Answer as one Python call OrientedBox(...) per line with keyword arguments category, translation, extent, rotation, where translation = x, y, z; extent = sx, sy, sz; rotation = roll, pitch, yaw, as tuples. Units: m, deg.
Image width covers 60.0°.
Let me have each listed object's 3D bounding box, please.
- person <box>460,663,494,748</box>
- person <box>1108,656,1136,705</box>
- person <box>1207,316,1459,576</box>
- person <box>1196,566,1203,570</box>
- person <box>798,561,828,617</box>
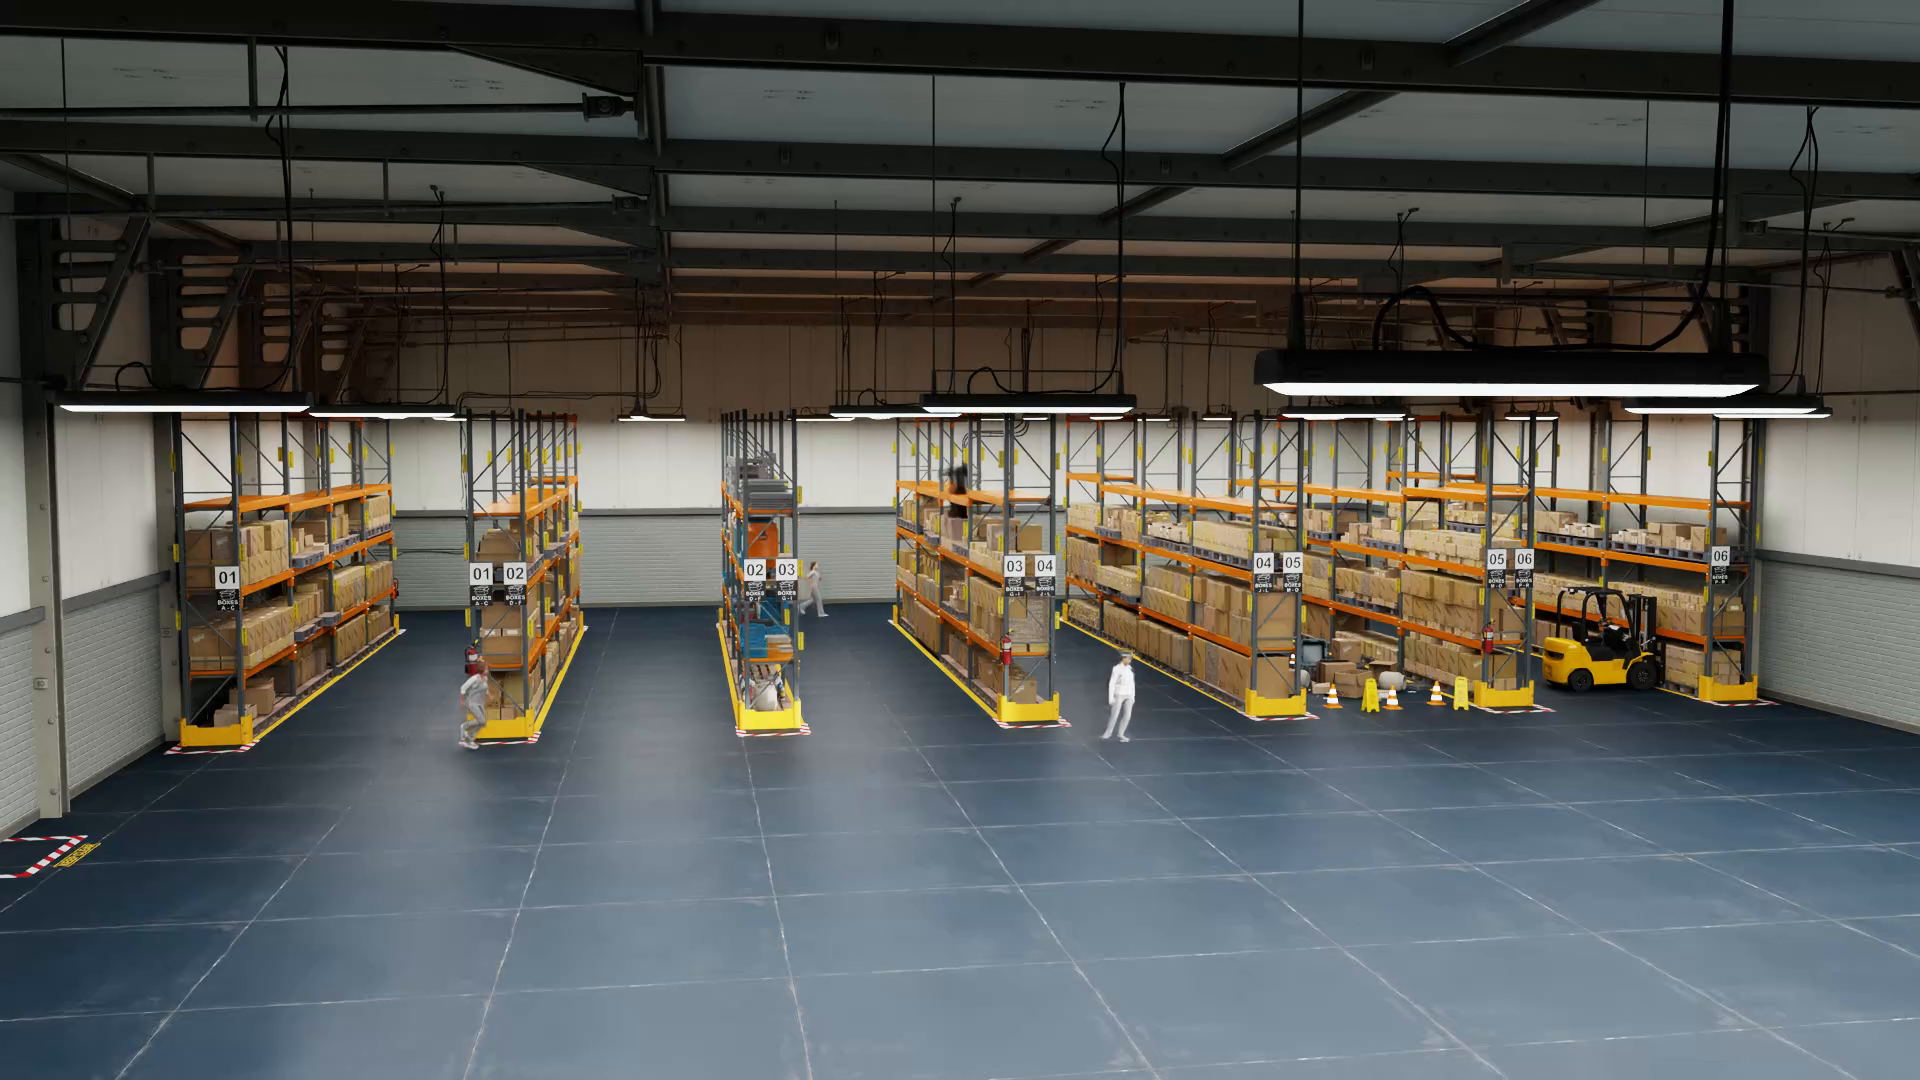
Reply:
OrientedBox(category="person", translation=(-8.511, 2.914, 29.302), extent=(0.623, 1.518, 0.519), rotation=(1, 4, 16))
OrientedBox(category="person", translation=(2.916, 2.495, 29.889), extent=(0.532, 0.990, 0.323), rotation=(-3, 5, -33))
OrientedBox(category="person", translation=(10.642, -2.359, 50.901), extent=(6.522, 8.933, 9.002), rotation=(-1, 4, -9))
OrientedBox(category="person", translation=(7.379, 1.322, 51.891), extent=(0.976, 1.499, 0.677), rotation=(-2, 5, -29))
OrientedBox(category="person", translation=(-4.327, 1.450, 49.138), extent=(0.858, 1.649, 0.552), rotation=(0, 4, -1))
